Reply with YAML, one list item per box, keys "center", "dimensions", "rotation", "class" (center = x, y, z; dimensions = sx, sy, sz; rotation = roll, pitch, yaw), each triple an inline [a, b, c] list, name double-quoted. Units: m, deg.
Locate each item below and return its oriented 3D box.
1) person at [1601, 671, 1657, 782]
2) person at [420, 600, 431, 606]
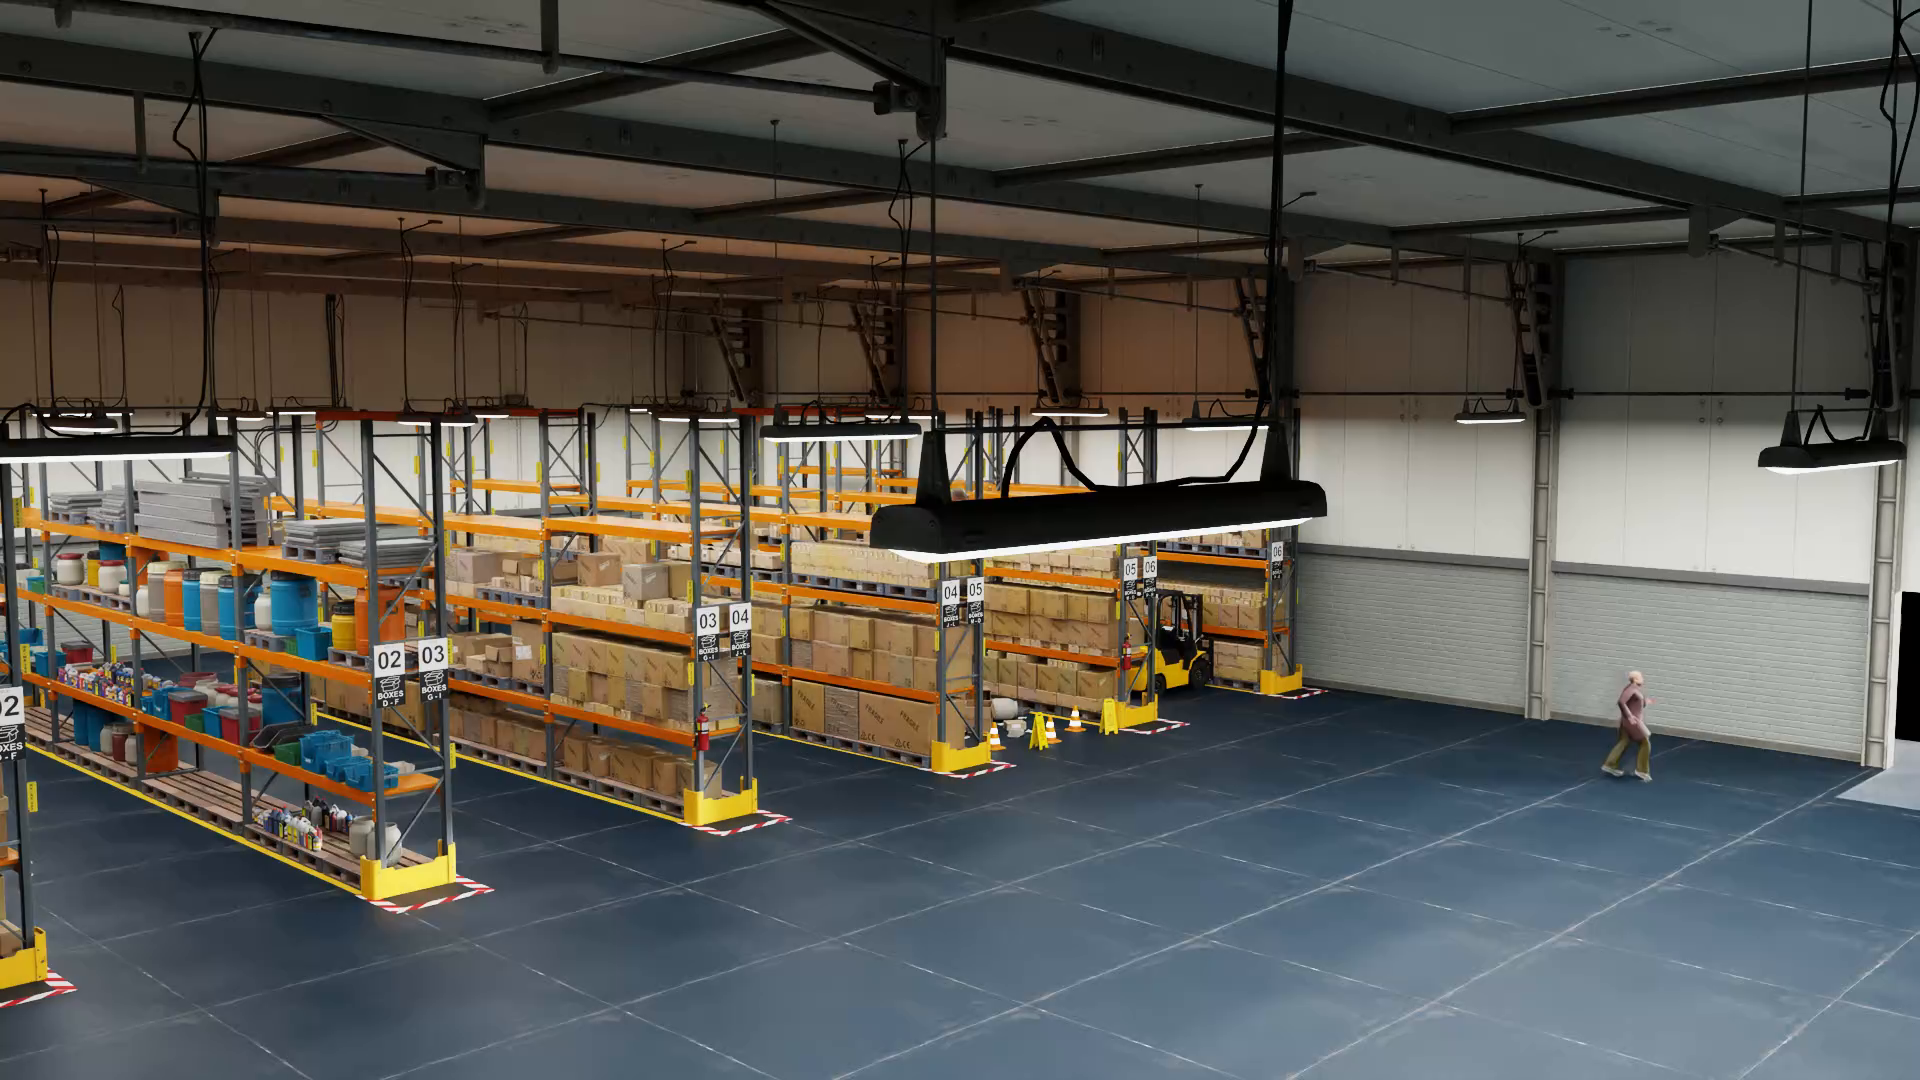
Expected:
- center: [10.947, 3.048, 27.207]
  dimensions: [0.864, 1.854, 0.668]
  rotation: [0, 5, 6]
  class: "person"
- center: [-12.839, 2.039, 39.693]
  dimensions: [0.754, 1.560, 0.475]
  rotation: [3, 6, 33]
  class: "person"
